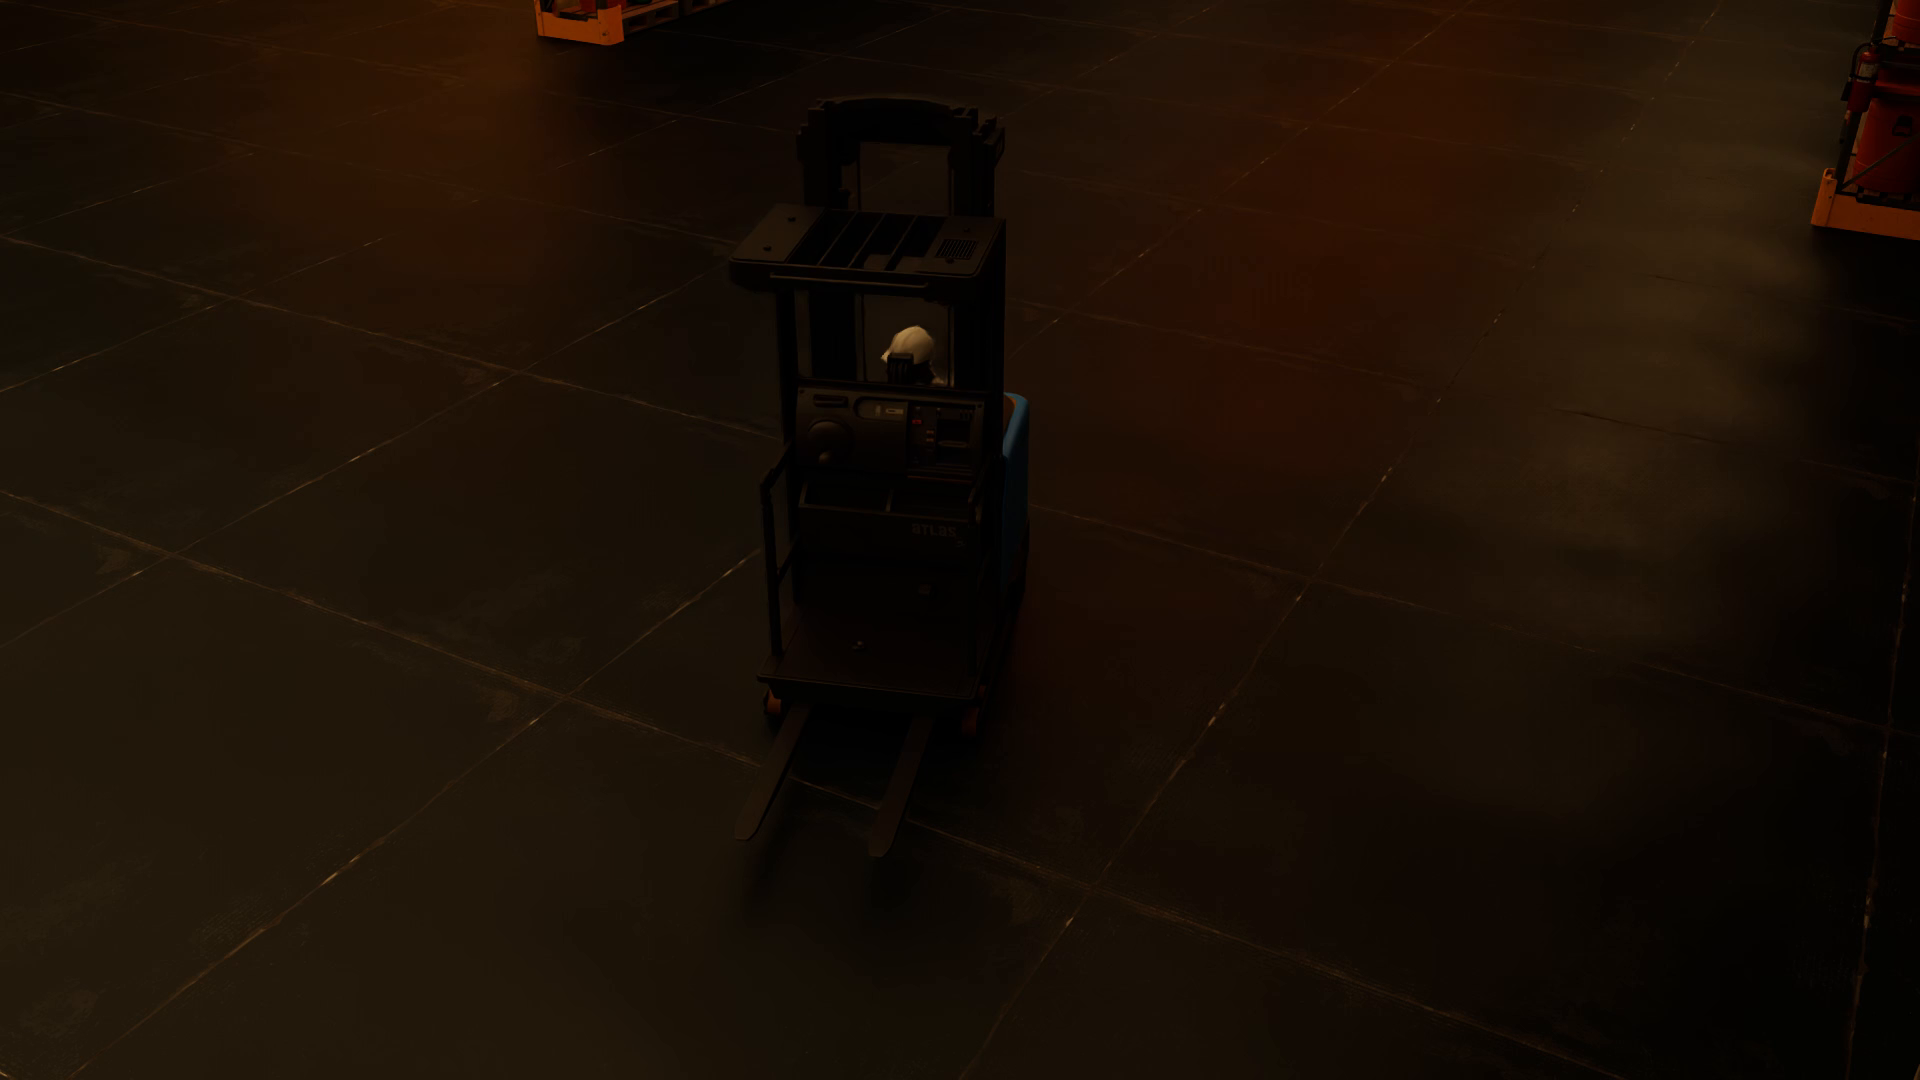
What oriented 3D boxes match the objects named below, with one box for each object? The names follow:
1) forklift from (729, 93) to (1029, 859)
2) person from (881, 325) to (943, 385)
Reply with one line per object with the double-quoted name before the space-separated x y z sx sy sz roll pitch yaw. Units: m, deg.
"forklift" -0.380 -0.478 7.900 1.130 2.935 3.031 5 30 9
"person" -0.336 -0.324 8.872 0.617 1.703 0.796 -19 35 -29
